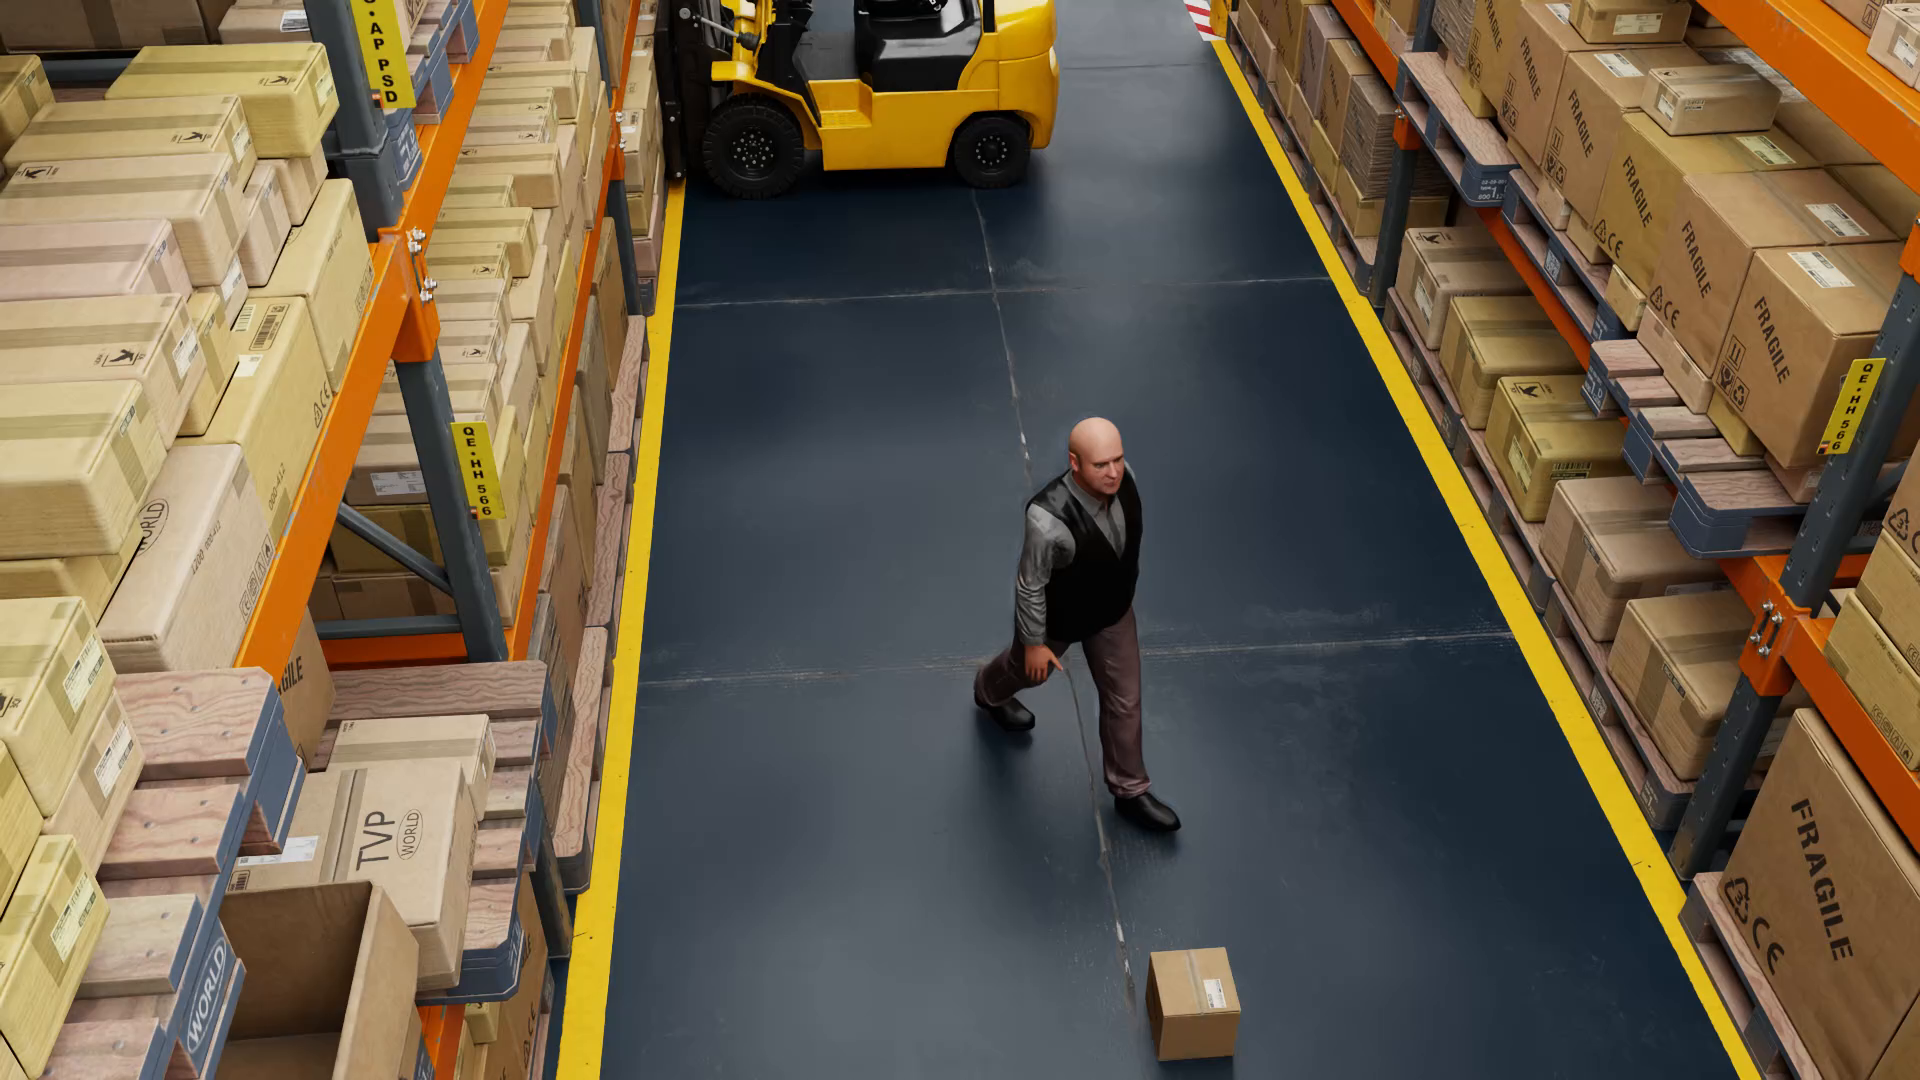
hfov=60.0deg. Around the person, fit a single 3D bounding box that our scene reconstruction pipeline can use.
[{"bbox_3d":[0.397,0.254,5.886,0.553,1.676,1.033,-24,45,-27],"label":"person"}]
